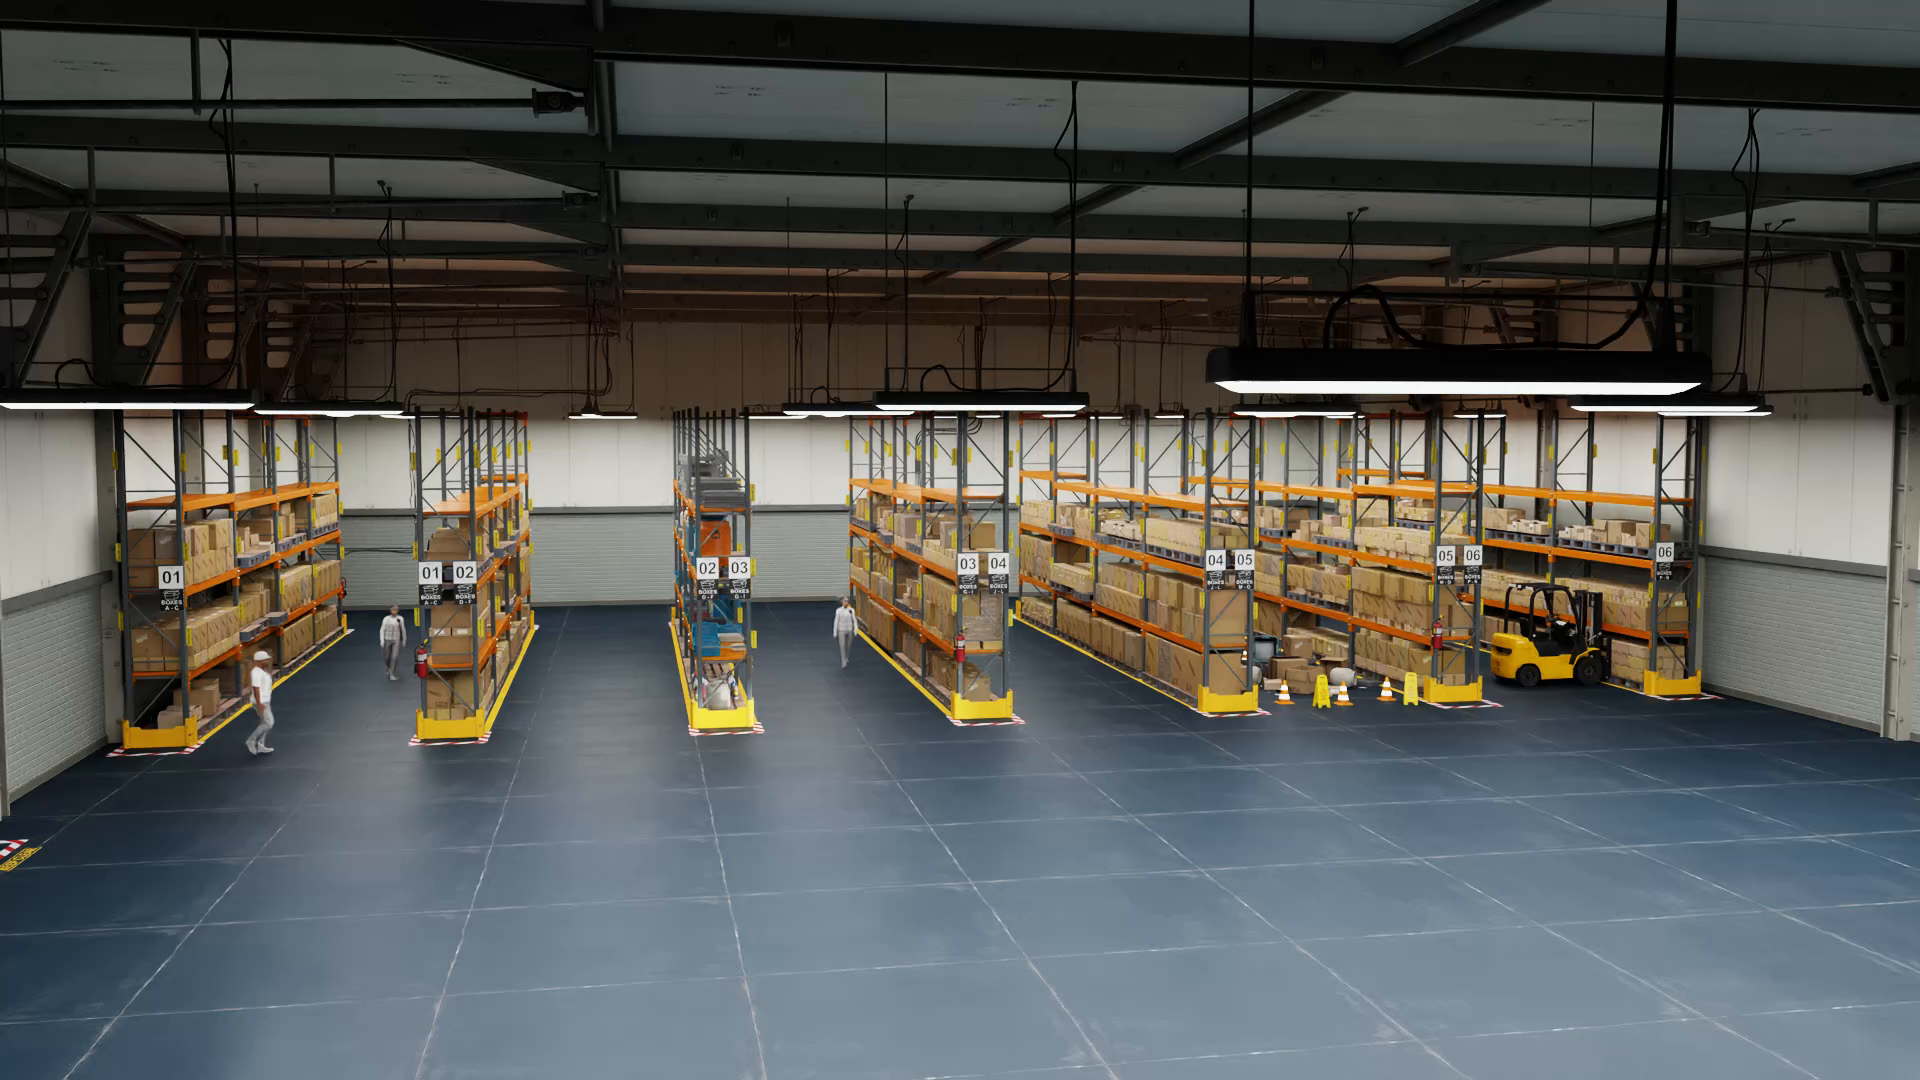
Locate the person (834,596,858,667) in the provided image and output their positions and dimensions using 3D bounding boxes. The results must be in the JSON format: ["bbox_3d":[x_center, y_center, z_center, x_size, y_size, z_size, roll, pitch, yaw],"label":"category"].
[{"bbox_3d":[-2.662,2.110,38.944,0.531,1.615,1.045,-1,4,-16],"label":"person"}]

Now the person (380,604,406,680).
[{"bbox_3d":[-12.680,2.269,37.204,0.558,1.687,0.738,-1,4,-17],"label":"person"}]

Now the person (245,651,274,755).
[{"bbox_3d":[-12.033,2.791,28.580,0.478,1.764,0.604,-1,4,-12],"label":"person"}]

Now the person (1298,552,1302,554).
[{"bbox_3d":[10.717,1.186,52.256,0.917,1.622,0.504,-2,4,-21],"label":"person"}]
